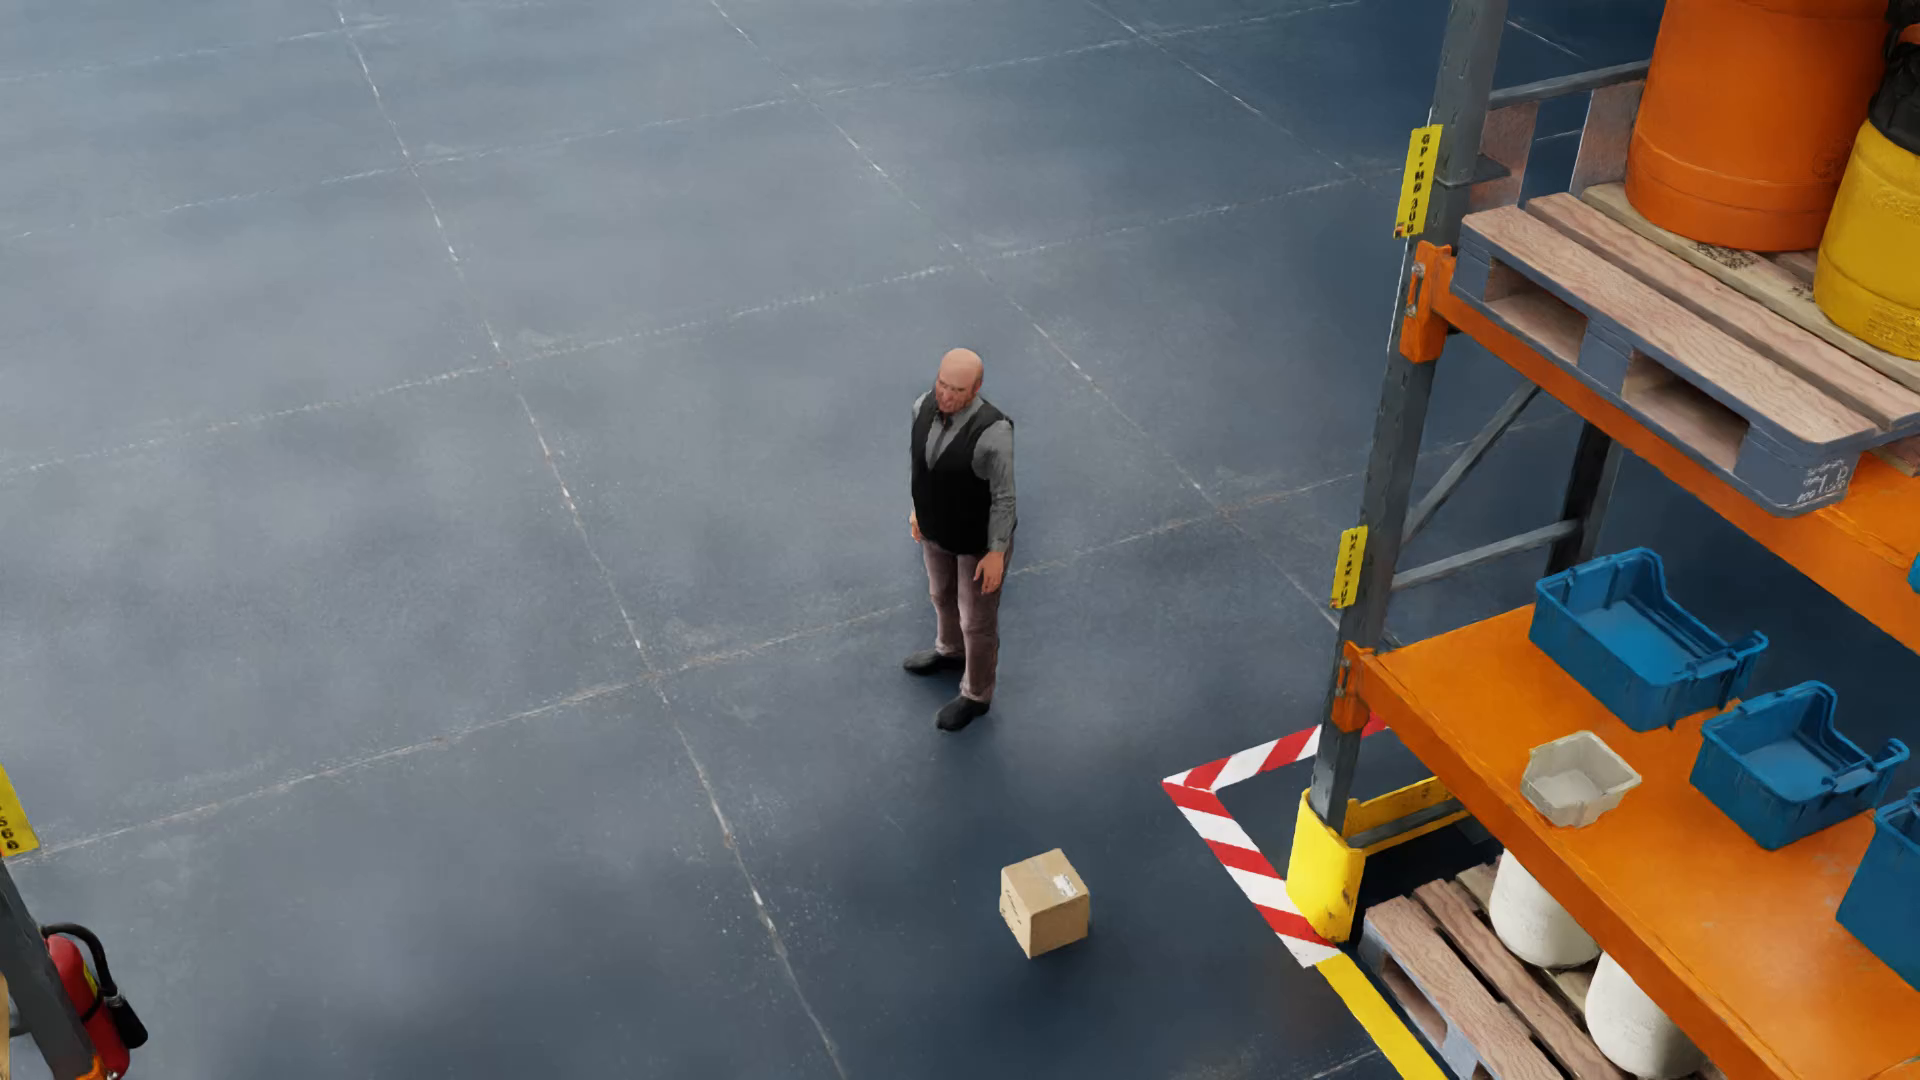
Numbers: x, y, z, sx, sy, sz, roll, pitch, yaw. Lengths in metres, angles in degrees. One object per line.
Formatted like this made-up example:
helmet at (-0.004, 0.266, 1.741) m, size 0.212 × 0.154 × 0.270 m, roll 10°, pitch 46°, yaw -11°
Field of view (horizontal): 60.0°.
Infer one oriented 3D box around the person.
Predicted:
person at (-0.036, -0.010, 6.844) m, size 0.470 × 1.730 × 0.588 m, roll -30°, pitch 46°, yaw -33°
